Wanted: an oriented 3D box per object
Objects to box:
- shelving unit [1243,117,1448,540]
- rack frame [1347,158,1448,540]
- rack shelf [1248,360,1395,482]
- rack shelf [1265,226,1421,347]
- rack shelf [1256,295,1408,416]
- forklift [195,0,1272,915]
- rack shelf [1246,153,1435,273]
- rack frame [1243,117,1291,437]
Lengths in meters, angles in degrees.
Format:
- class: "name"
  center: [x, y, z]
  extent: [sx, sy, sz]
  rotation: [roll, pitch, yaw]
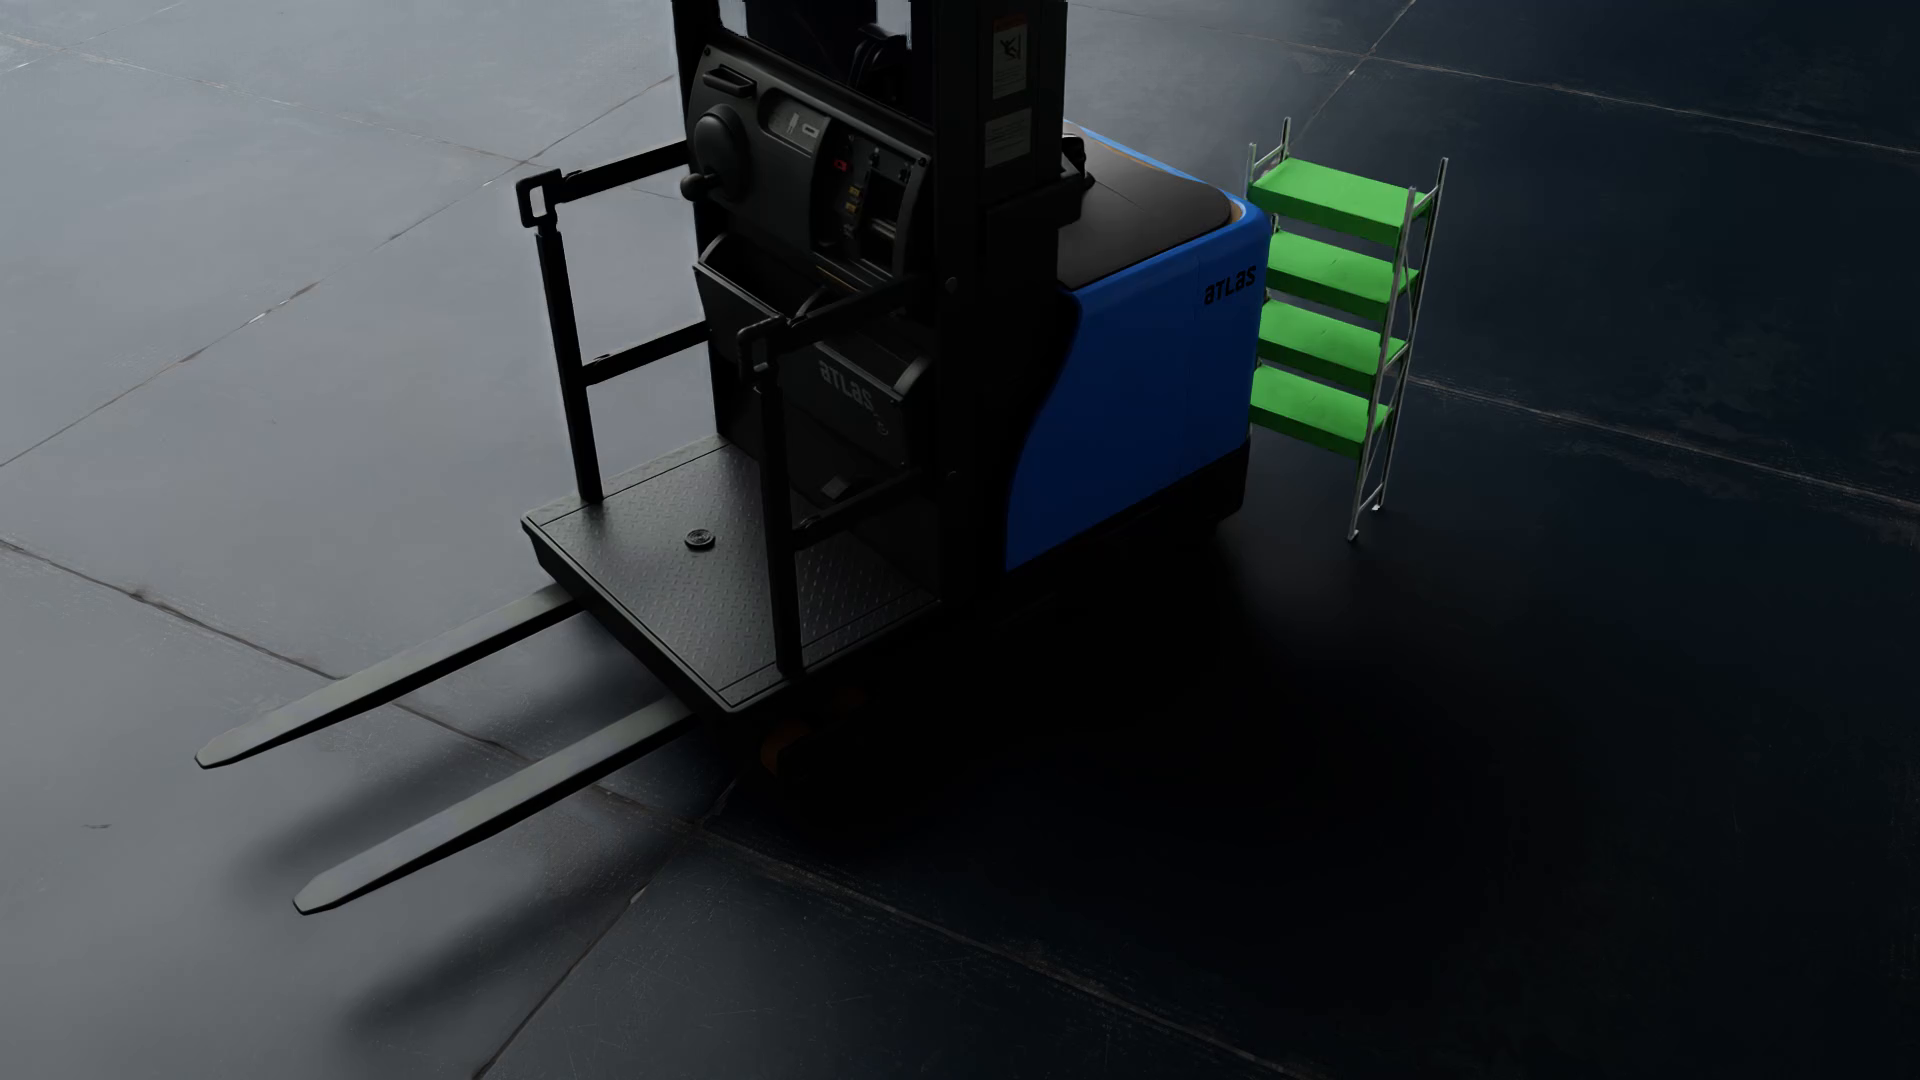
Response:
- class: "shelving unit"
  center: [1.101, -0.624, 5.079]
  extent: [0.503, 1.200, 0.258]
  rotation: [23, 43, 28]
- class: "rack frame"
  center: [1.299, -0.538, 4.966]
  extent: [0.015, 1.200, 0.240]
  rotation: [23, 43, 28]
- class: "rack shelf"
  center: [1.101, -0.382, 5.263]
  extent: [0.480, 0.148, 0.258]
  rotation: [23, 43, 28]
- class: "rack shelf"
  center: [1.101, -0.764, 4.973]
  extent: [0.480, 0.148, 0.258]
  rotation: [23, 43, 28]
- class: "rack shelf"
  center: [1.101, -0.573, 5.118]
  extent: [0.480, 0.148, 0.258]
  rotation: [23, 43, 28]
- class: "forklift"
  center: [-0.550, -0.886, 3.994]
  extent: [3.031, 2.935, 1.130]
  rotation: [-27, 45, -31]
- class: "rack shelf"
  center: [1.101, -0.955, 4.828]
  extent: [0.480, 0.148, 0.258]
  rotation: [23, 43, 28]
- class: "rack frame"
  center: [0.902, -0.710, 5.193]
  extent: [0.015, 1.200, 0.240]
  rotation: [23, 43, 28]
